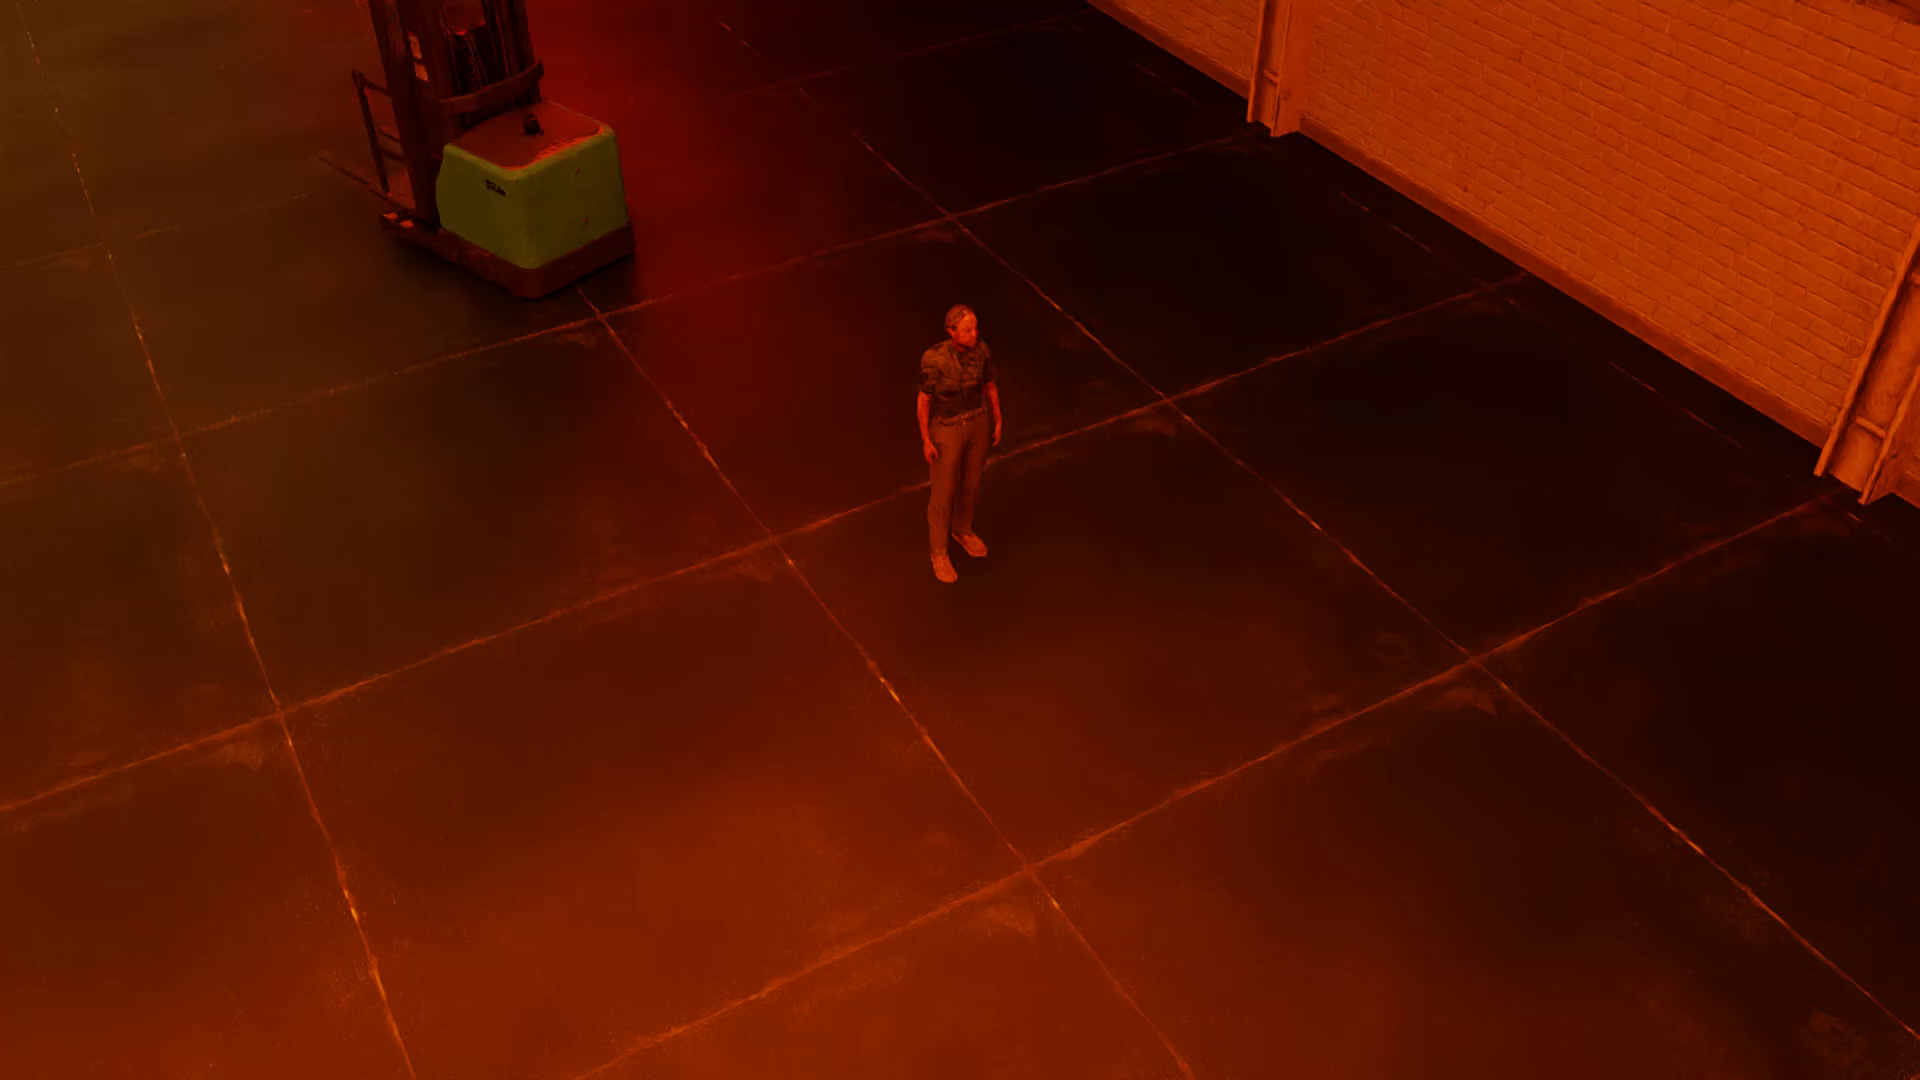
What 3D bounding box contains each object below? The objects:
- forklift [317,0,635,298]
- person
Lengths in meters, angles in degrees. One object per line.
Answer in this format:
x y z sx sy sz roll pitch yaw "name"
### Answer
-3.992 -3.725 12.527 3.031 2.935 1.130 28 47 30 "forklift"
0.027 -0.587 9.733 0.570 1.654 0.503 -20 44 -23 "person"
